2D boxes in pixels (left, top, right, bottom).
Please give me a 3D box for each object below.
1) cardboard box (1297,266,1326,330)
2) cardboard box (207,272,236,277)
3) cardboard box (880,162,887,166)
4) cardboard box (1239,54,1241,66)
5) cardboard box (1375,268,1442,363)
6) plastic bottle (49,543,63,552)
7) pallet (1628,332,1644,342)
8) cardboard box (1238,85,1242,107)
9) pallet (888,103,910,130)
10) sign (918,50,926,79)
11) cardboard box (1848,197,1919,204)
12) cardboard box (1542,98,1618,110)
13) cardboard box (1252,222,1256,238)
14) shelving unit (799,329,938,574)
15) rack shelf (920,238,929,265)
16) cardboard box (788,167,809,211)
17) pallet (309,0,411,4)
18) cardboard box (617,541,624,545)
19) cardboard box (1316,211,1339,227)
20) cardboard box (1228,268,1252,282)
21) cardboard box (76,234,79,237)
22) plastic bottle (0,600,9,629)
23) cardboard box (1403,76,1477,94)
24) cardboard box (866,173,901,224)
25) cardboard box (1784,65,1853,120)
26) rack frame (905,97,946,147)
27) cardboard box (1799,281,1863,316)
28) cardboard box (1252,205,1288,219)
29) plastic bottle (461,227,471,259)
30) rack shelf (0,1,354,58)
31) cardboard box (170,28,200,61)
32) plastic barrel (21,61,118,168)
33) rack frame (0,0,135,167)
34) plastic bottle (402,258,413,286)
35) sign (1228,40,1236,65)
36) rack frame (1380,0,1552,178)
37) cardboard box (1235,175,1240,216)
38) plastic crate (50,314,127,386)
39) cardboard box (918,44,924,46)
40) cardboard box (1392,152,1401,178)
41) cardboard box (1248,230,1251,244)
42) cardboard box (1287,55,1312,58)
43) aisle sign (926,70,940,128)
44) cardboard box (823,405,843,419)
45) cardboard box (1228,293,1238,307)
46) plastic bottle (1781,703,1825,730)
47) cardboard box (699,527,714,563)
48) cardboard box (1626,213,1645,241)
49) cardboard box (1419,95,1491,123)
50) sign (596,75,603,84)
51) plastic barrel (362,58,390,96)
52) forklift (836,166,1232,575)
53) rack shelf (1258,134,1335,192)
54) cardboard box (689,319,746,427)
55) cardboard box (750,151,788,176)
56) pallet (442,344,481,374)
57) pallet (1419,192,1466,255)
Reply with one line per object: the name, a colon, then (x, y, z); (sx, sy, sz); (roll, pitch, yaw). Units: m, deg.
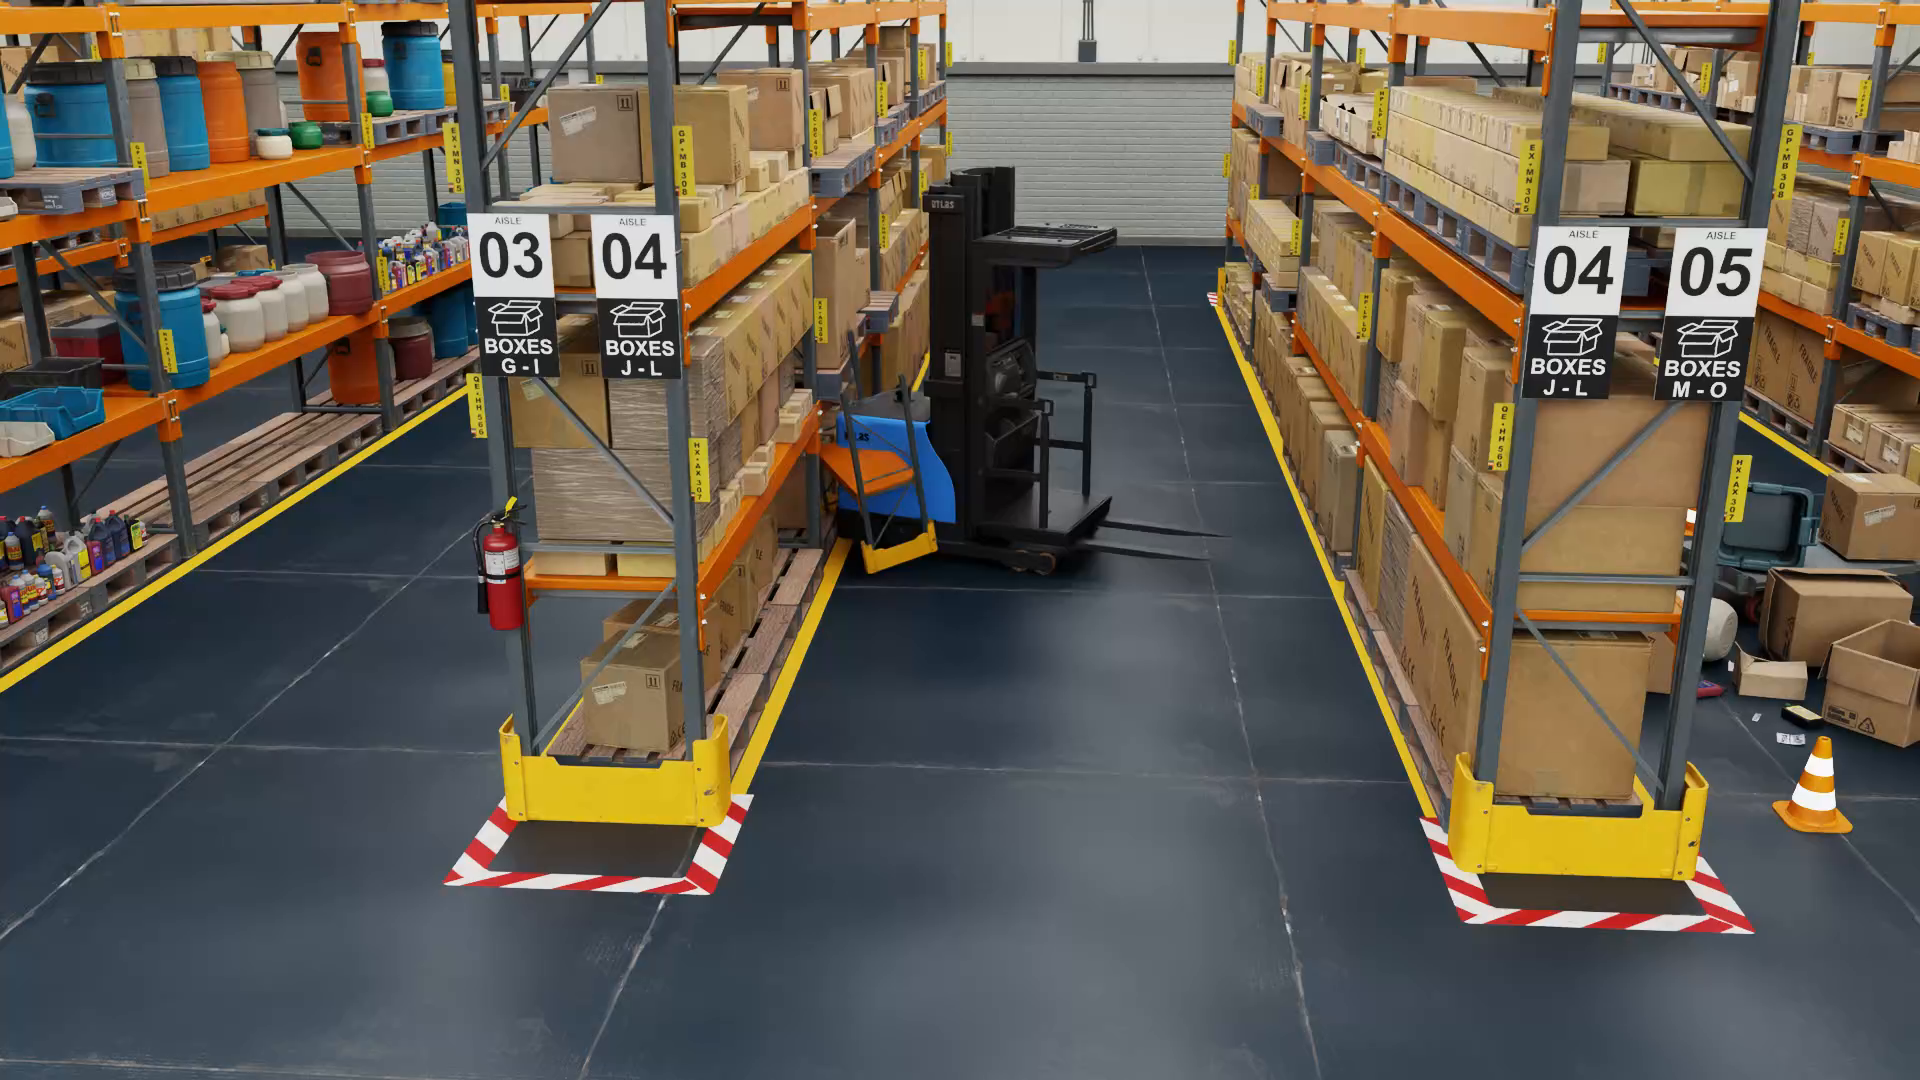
cardboard box: (3.370, -2.205, 15.176); (0.500, 0.500, 0.500); (1, 18, 5)
cardboard box: (-10.467, -3.574, 23.222); (0.500, 0.250, 0.500); (1, 18, 4)
cardboard box: (-1.175, -4.406, 20.612); (0.500, 0.500, 0.500); (1, 18, 4)
cardboard box: (3.866, -6.300, 21.813); (0.380, 0.149, 0.250); (1, 18, 4)
cardboard box: (3.324, -1.520, 11.268); (0.875, 0.550, 0.550); (1, 18, 4)
plastic bottle: (-6.395, 0.152, 11.797); (0.061, 0.283, 0.133); (1, 18, 4)
pallet: (9.120, -2.744, 21.457); (1.003, 0.211, 1.213); (1, 18, 4)
cardboard box: (3.916, -5.833, 21.830); (0.500, 0.250, 0.500); (2, 18, 6)
pallet: (-0.998, -4.724, 18.514); (0.805, 0.209, 1.217); (1, 18, 2)
sign: (-0.440, -5.487, 19.199); (0.100, 0.325, 0.005); (1, 18, 4)
cardboard box: (8.921, -3.037, 16.107); (0.500, 0.500, 0.500); (1, 18, 4)
cardboard box: (3.585, -2.468, 9.609); (0.380, 0.149, 0.250); (1, 18, 3)
cardboard box: (3.419, -3.402, 18.238); (0.380, 0.149, 0.250); (1, 18, 2)
shelving unit: (-0.749, -0.694, 12.724); (0.587, 1.500, 1.083); (-19, 32, -18)
rack shelf: (-0.838, -3.955, 21.831); (1.077, 0.370, 4.000); (1, 18, 4)
cardboard box: (-1.327, -2.398, 11.347); (0.500, 0.250, 0.500); (2, 18, 6)
pallet: (-6.126, -5.338, 16.208); (1.213, 0.211, 1.003); (1, 18, 4)
cardboard box: (-2.009, 0.000, 9.009); (0.380, 0.149, 0.250); (1, 18, 4)
cardboard box: (4.046, -3.446, 17.896); (0.380, 0.149, 0.250); (1, 18, 2)
cardboard box: (3.823, -3.585, 22.494); (0.380, 0.149, 0.250); (1, 18, 4)
cardboard box: (-11.082, -4.106, 20.977); (0.500, 0.500, 0.500); (2, 18, 5)
plastic bottle: (-6.334, 0.473, 10.949); (0.097, 0.201, 0.097); (0, 18, 0)
cardboard box: (3.826, -3.465, 13.368); (0.500, 0.500, 0.500); (1, 18, 4)
cardboard box: (-1.080, -3.788, 18.396); (0.797, 0.503, 0.637); (1, 18, 5)
cardboard box: (8.453, -4.438, 16.499); (0.500, 0.500, 0.500); (1, 18, 4)
rack frame: (-0.695, -4.918, 23.615); (1.000, 3.000, 0.127); (1, 18, 4)
cardboard box: (8.393, -2.304, 15.877); (0.500, 0.250, 0.500); (1, 18, 2)
cardboard box: (3.436, -3.618, 18.421); (0.380, 0.149, 0.250); (1, 18, 4)
plastic bottle: (-5.675, -3.413, 19.100); (0.144, 0.351, 0.185); (1, 18, 4)
rack shelf: (-6.352, -4.242, 13.714); (1.077, 0.370, 4.000); (1, 18, 4)
cardboard box: (-10.645, -6.617, 22.217); (0.700, 0.500, 0.500); (1, 18, 4)
plastic barrel: (-6.675, -3.128, 12.530); (0.600, 0.901, 0.708); (1, 18, 4)
rack frame: (-6.495, -4.152, 11.644); (1.000, 3.000, 0.127); (1, 18, 4)
plastic bottle: (-5.767, -2.800, 17.338); (0.061, 0.283, 0.133); (1, 18, 4)
sign: (3.704, -6.629, 22.615); (0.100, 0.325, 0.005); (1, 18, 4)
rack frame: (3.385, -3.900, 10.873); (1.000, 3.000, 0.127); (1, 18, 4)
cardboard box: (3.877, -4.513, 21.740); (0.500, 0.500, 0.500); (2, 18, 5)
plastic crate: (-6.766, -1.489, 13.048); (0.402, 0.464, 0.583); (1, 18, 4)
cardboard box: (-0.839, -6.303, 22.029); (0.700, 0.500, 0.500); (1, 18, 2)
cardboard box: (3.003, -2.416, 10.730); (0.380, 0.149, 0.250); (1, 18, 4)
cardboard box: (3.457, -3.415, 18.758); (0.380, 0.149, 0.250); (2, 18, 5)
cardboard box: (4.392, -6.131, 21.298); (0.380, 0.149, 0.250); (1, 18, 3)
aisle sign: (-0.390, -6.169, 23.258); (0.394, 0.787, 0.004); (1, 18, 4)
cardboard box: (-1.357, -0.897, 14.652); (0.700, 0.500, 0.500); (3, 18, 9)
cardboard box: (3.813, -3.228, 22.360); (0.380, 0.149, 0.250); (2, 18, 5)
plastic bottle: (5.086, 1.062, 10.085); (0.133, 0.061, 0.283); (-5, 19, -15)
cardboard box: (-1.547, 0.010, 8.978); (0.380, 0.149, 0.250); (1, 18, 4)
cardboard box: (3.460, -1.538, 8.051); (0.380, 0.149, 0.250); (1, 18, 4)
cardboard box: (2.949, -2.559, 9.885); (0.380, 0.149, 0.250); (1, 18, 5)
sign: (-5.085, -6.397, 23.479); (0.100, 0.325, 0.005); (1, 18, 4)
plastic barrel: (-6.232, -4.787, 17.506); (0.433, 0.535, 0.433); (0, 18, 0)
forklift: (0.578, -1.316, 12.733); (3.031, 2.935, 1.130); (8, 20, 22)
rack shelf: (3.815, -3.996, 17.139); (1.077, 0.370, 4.000); (1, 18, 4)
cardboard box: (-1.488, -0.933, 9.208); (0.500, 0.500, 0.500); (1, 18, 4)
cardboard box: (-1.332, -2.466, 10.916); (0.380, 0.149, 0.250); (0, 18, 1)
pallet: (-6.019, -2.222, 19.866); (1.003, 0.211, 1.213); (1, 18, 4)
pallet: (3.226, -1.800, 9.426); (1.003, 0.211, 1.213); (1, 18, 4)
